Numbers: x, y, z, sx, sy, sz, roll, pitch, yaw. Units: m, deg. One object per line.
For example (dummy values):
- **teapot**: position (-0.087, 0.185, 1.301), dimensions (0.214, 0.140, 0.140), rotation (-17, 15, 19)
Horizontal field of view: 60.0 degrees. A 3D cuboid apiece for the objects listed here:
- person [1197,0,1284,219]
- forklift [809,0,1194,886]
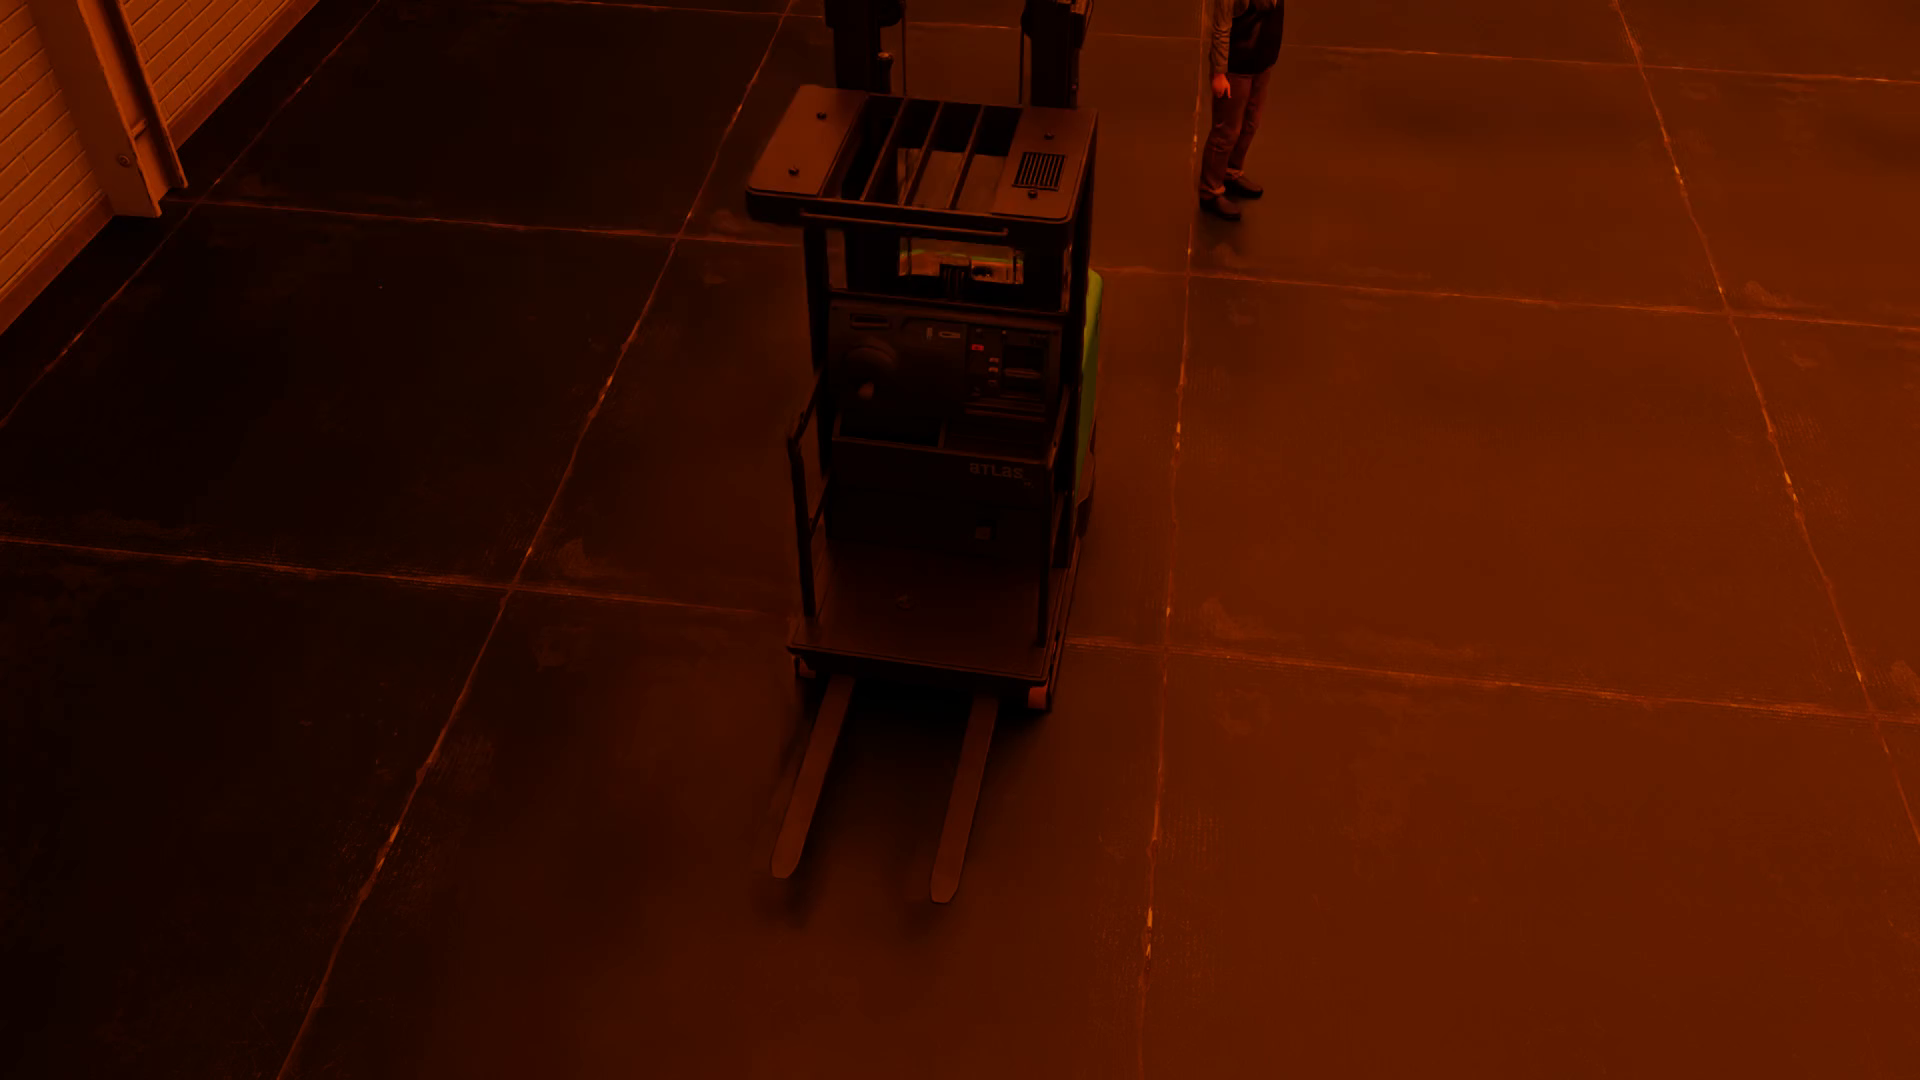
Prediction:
- **person**: position (1.636, -2.738, 9.600), dimensions (0.371, 1.725, 0.525), rotation (27, 49, 26)
- **forklift**: position (0.153, -0.681, 6.465), dimensions (1.130, 2.935, 3.031), rotation (-10, 44, -11)
